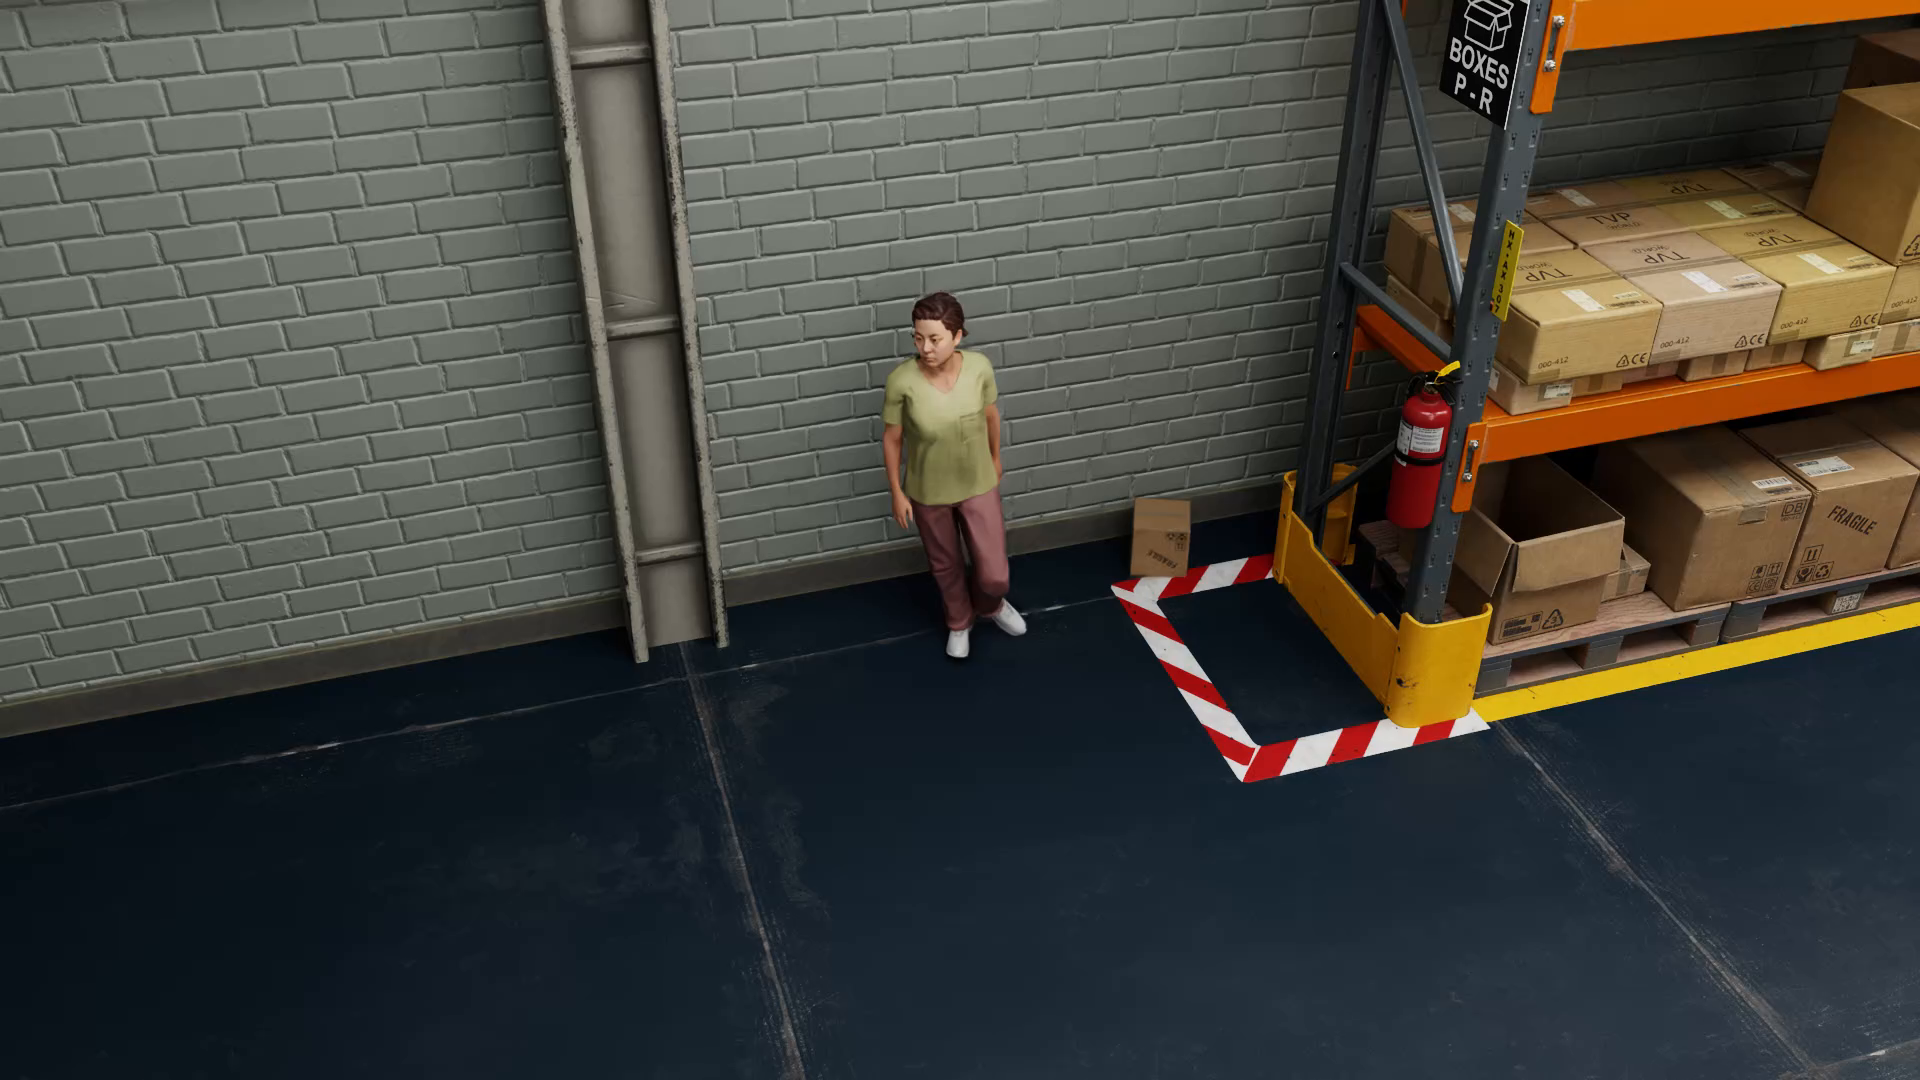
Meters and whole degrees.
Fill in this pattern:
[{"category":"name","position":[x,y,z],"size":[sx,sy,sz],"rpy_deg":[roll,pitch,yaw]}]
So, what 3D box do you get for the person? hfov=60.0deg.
[{"category":"person","position":[-0.008,-0.211,6.429],"size":[0.580,1.649,0.483],"rpy_deg":[-2,34,-3]}]
